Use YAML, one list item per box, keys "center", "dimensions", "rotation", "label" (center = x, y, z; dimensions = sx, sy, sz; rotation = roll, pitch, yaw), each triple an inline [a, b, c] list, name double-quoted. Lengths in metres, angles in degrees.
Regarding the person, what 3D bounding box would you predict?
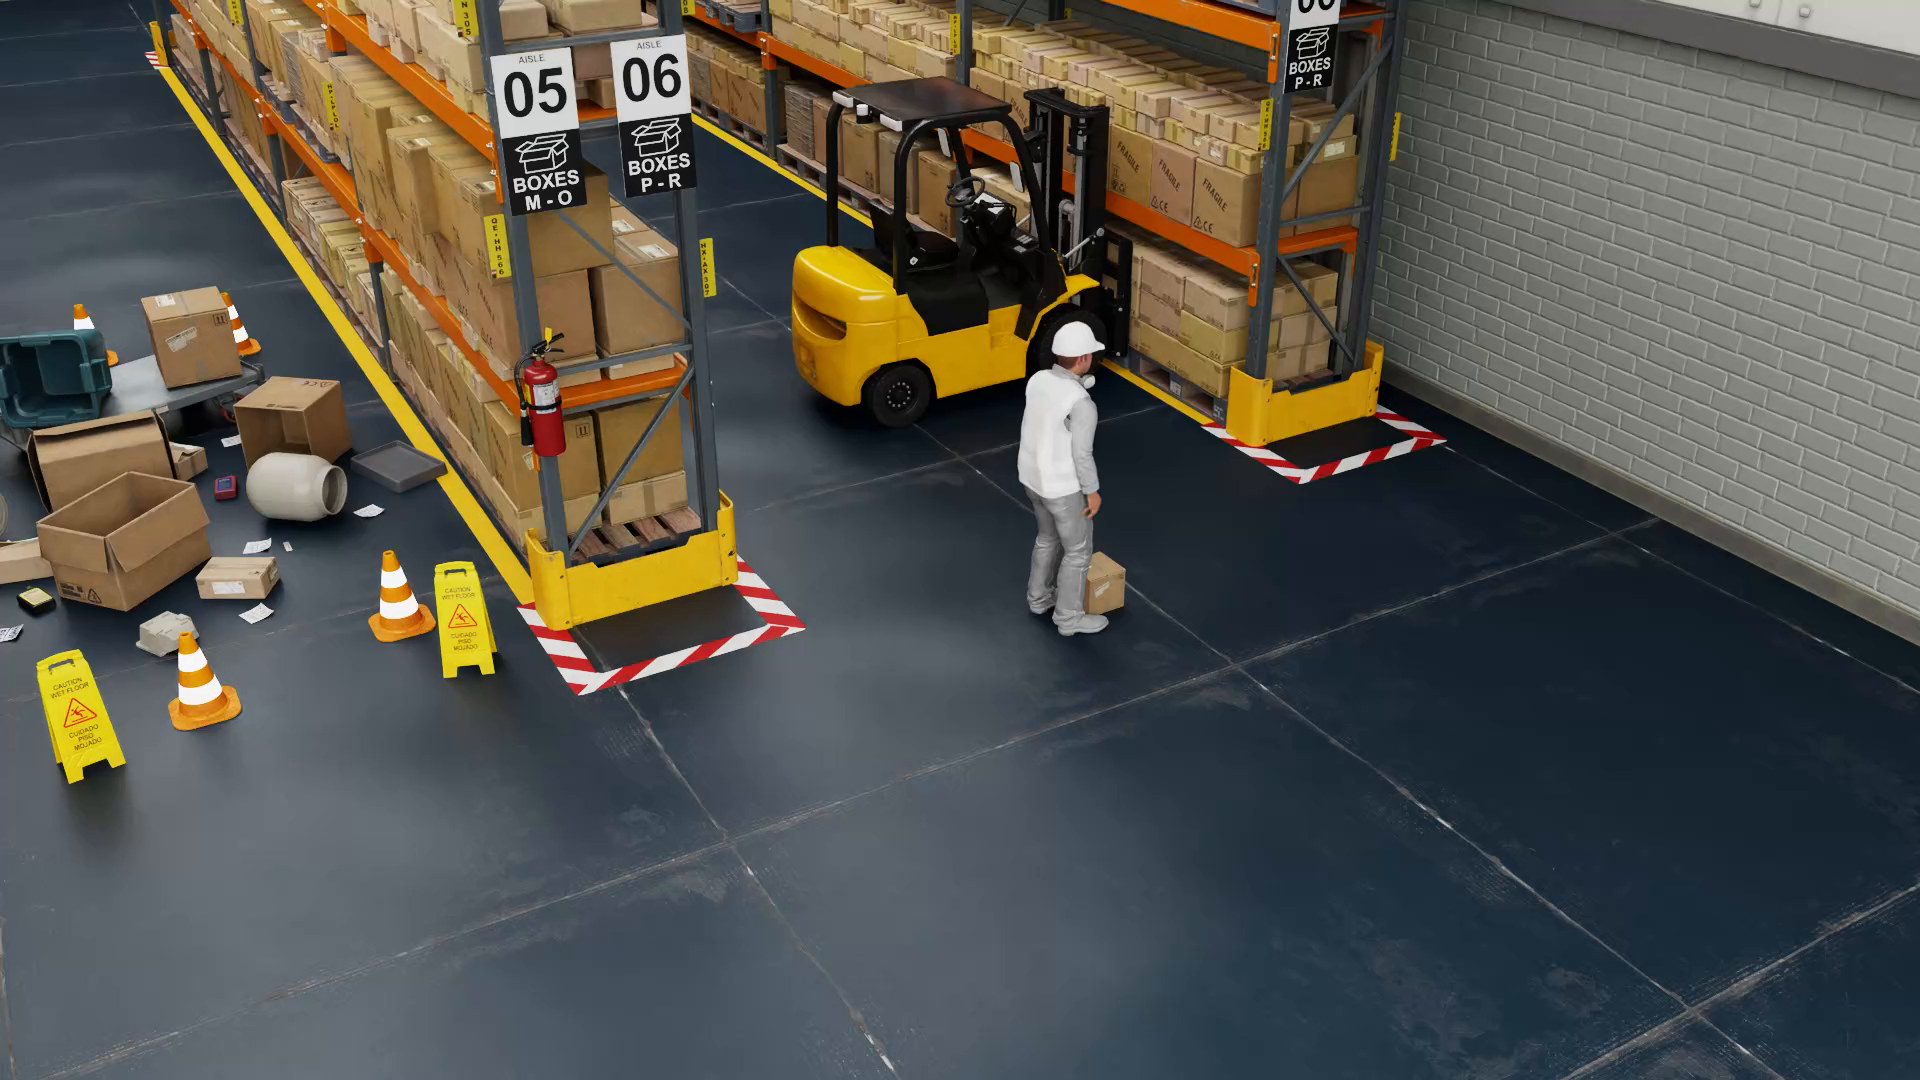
- center: [0.566, -0.344, 9.163]
  dimensions: [0.466, 1.771, 0.584]
  rotation: [-16, 33, -27]
  label: "person"
